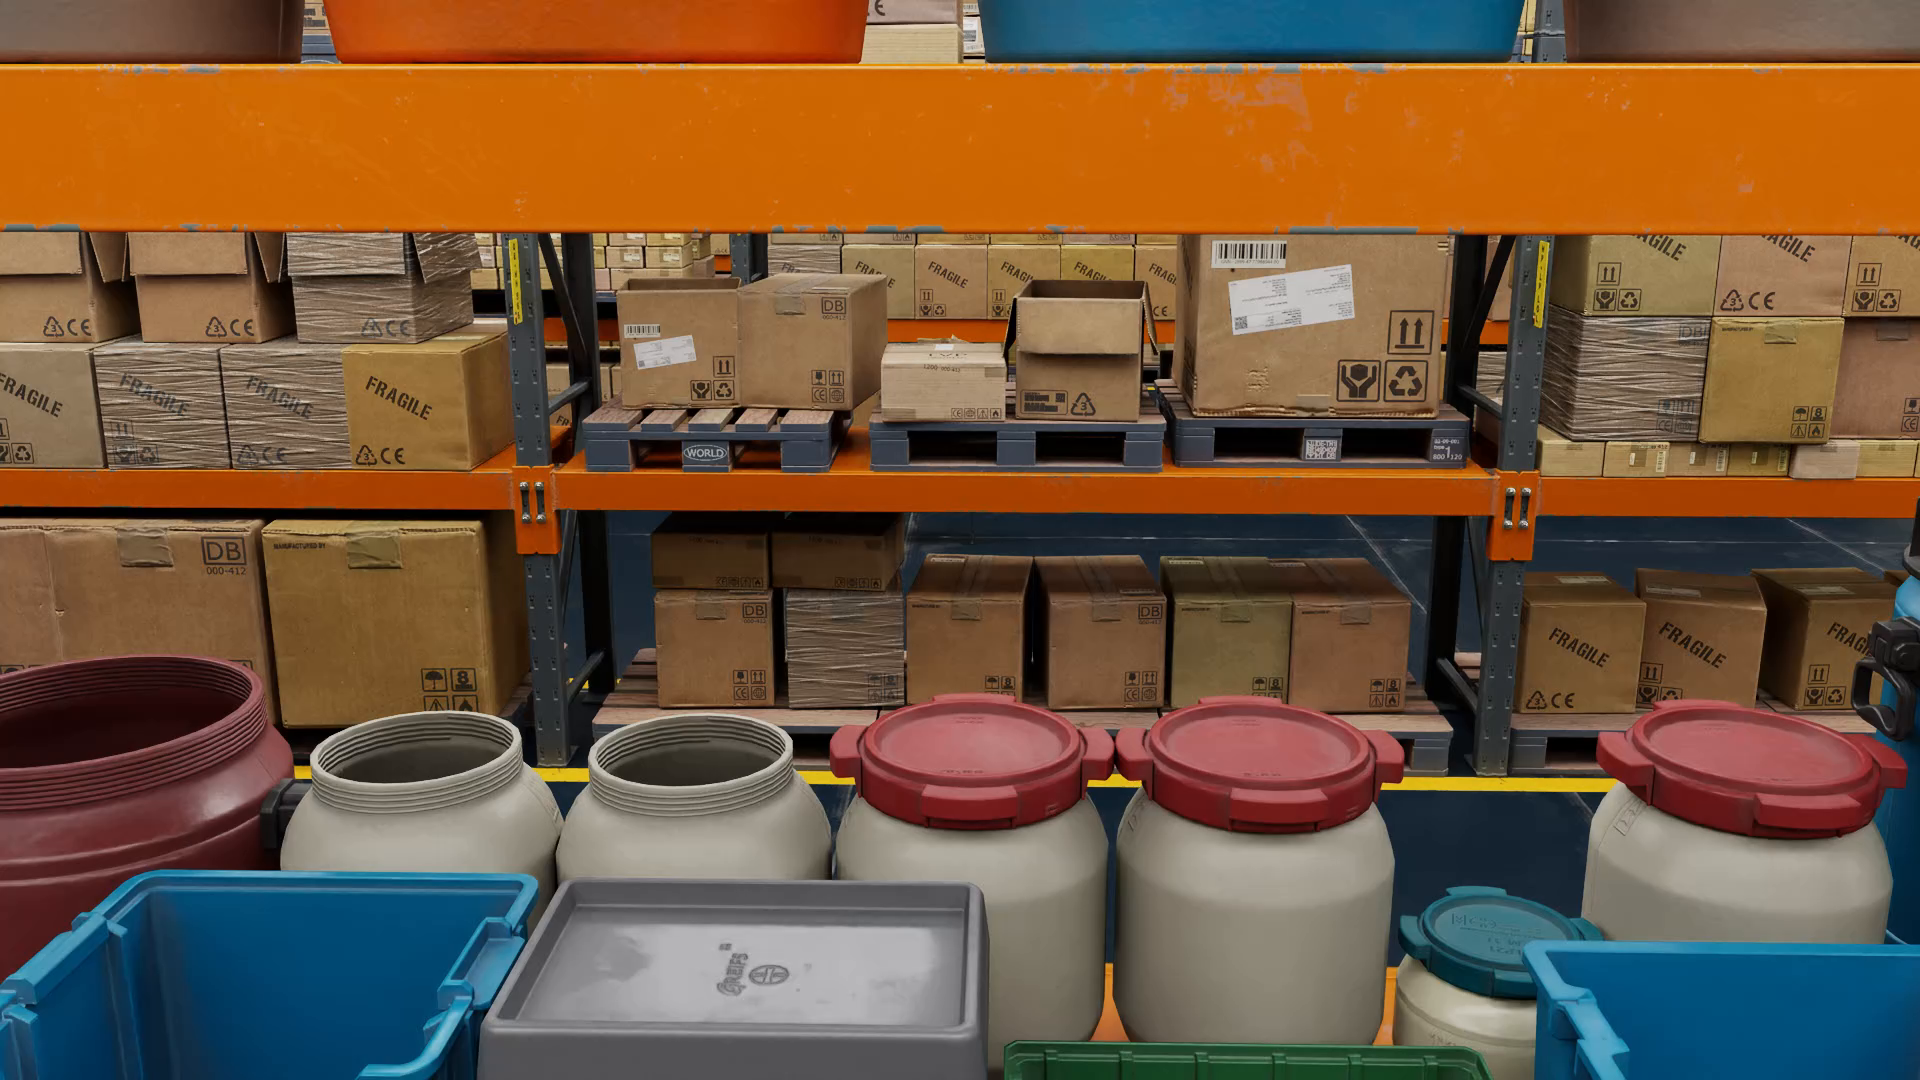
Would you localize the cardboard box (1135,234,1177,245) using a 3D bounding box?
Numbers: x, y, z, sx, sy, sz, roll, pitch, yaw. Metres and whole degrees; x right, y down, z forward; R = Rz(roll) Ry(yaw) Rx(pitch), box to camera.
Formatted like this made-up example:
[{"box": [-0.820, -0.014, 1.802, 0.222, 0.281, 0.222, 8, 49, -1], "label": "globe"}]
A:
[{"box": [1.478, -2.373, 11.798, 0.500, 0.500, 0.700, 0, 15, 0], "label": "cardboard box"}]

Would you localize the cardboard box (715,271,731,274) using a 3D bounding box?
[{"box": [-2.172, -2.327, 17.122, 0.875, 0.875, 0.875, 0, 15, 1], "label": "cardboard box"}]

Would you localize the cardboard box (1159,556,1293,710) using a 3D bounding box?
[{"box": [1.172, 0.406, 7.458, 0.500, 0.500, 0.700, 0, 15, 1], "label": "cardboard box"}]

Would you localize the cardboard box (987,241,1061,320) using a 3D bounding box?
[{"box": [0.443, -1.829, 11.698, 0.500, 0.500, 0.500, 0, 15, 1], "label": "cardboard box"}]

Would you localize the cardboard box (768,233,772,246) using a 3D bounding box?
[{"box": [-1.996, -2.990, 16.588, 0.500, 0.250, 0.500, 0, 15, -1], "label": "cardboard box"}]

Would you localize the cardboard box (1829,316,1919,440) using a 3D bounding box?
[{"box": [3.711, -0.756, 7.046, 0.500, 0.500, 0.875, 0, 15, 1], "label": "cardboard box"}]

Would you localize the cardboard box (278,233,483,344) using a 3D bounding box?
[{"box": [-2.468, -1.141, 7.121, 0.637, 0.503, 0.797, 1, 15, 3], "label": "cardboard box"}]

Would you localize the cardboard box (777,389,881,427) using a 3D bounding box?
[{"box": [-0.903, -0.951, 12.151, 0.750, 0.750, 1.050, 0, 15, 1], "label": "cardboard box"}]

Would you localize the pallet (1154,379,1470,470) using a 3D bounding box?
[{"box": [1.501, -0.522, 7.313, 1.213, 0.211, 1.003, 0, 15, 1], "label": "pallet"}]

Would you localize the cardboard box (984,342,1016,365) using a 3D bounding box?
[{"box": [0.576, -2.043, 17.030, 0.625, 0.372, 0.950, 1, 15, 3], "label": "cardboard box"}]

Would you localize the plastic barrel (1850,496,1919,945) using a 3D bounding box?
[{"box": [1.757, 0.369, 2.580, 0.708, 0.901, 0.600, 0, 15, 1], "label": "plastic barrel"}]

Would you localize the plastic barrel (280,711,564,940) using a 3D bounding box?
[{"box": [-0.830, 0.563, 2.607, 0.421, 0.512, 0.421, 0, 15, 0], "label": "plastic barrel"}]

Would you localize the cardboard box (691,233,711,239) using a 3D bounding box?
[{"box": [-1.971, -2.284, 12.121, 0.250, 0.149, 0.380, 0, 15, 2], "label": "cardboard box"}]

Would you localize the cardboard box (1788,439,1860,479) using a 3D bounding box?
[{"box": [3.468, -0.362, 6.824, 0.250, 0.149, 0.380, 0, 15, 1], "label": "cardboard box"}]

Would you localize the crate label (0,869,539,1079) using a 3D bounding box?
[{"box": [-0.877, 0.723, 2.150, 0.616, 0.435, 0.502, 0, 15, 1], "label": "crate label"}]

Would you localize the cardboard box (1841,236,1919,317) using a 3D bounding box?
[{"box": [3.705, -1.174, 6.670, 0.500, 0.500, 0.500, 0, 15, 1], "label": "cardboard box"}]

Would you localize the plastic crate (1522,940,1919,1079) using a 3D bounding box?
[{"box": [1.024, 0.771, 2.070, 0.575, 0.384, 0.392, 0, 15, 1], "label": "plastic crate"}]

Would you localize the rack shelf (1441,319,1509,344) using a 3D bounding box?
[{"box": [4.489, -1.476, 11.963, 4.000, 0.370, 1.077, 0, 15, 1], "label": "rack shelf"}]

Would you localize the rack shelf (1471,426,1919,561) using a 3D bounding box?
[{"box": [4.261, -0.211, 7.172, 4.000, 0.370, 1.077, 0, 15, 1], "label": "rack shelf"}]

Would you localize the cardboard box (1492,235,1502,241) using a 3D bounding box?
[{"box": [3.946, -2.407, 11.674, 0.550, 0.550, 0.875, 0, 15, 1], "label": "cardboard box"}]

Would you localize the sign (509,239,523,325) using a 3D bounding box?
[{"box": [-1.748, -1.017, 6.544, 0.005, 0.325, 0.100, 0, 15, 1], "label": "sign"}]

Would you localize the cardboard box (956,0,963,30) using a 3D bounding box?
[{"box": [-0.246, -2.392, 6.970, 0.500, 0.500, 0.500, 1, 15, 2], "label": "cardboard box"}]

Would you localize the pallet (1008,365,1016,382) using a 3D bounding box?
[{"box": [0.514, -1.763, 17.109, 1.213, 0.211, 1.003, 0, 15, 1], "label": "pallet"}]

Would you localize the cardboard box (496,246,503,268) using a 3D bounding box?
[{"box": [-3.044, -1.981, 11.556, 0.250, 0.149, 0.380, 0, 15, 1], "label": "cardboard box"}]

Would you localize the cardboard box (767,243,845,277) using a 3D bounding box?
[{"box": [-1.068, -1.839, 11.735, 0.500, 0.500, 0.500, 1, 15, 2], "label": "cardboard box"}]

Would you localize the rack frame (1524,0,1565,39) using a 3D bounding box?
[{"box": [2.262, -3.473, 6.364, 0.127, 3.000, 1.000, 0, 15, 1], "label": "rack frame"}]

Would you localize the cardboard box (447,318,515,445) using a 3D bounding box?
[{"box": [-2.216, -0.719, 7.490, 0.500, 0.500, 0.500, 1, 15, 3], "label": "cardboard box"}]

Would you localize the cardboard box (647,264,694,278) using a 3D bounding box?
[{"box": [-2.014, -1.830, 11.566, 0.250, 0.149, 0.380, 1, 15, 2], "label": "cardboard box"}]

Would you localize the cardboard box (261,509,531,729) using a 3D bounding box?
[{"box": [-2.427, 0.216, 7.483, 0.875, 0.875, 1.225, 0, 15, -1], "label": "cardboard box"}]

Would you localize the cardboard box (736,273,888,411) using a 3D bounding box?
[{"box": [-0.636, -0.878, 7.270, 0.500, 0.500, 0.700, 3, 15, 10], "label": "cardboard box"}]

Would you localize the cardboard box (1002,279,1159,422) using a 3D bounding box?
[{"box": [0.526, -0.813, 7.016, 0.637, 0.503, 0.797, 2, 15, 7], "label": "cardboard box"}]

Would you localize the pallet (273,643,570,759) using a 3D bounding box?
[{"box": [-2.523, 0.726, 7.676, 1.213, 0.211, 1.003, 0, 15, 1], "label": "pallet"}]

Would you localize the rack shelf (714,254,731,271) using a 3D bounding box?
[{"box": [-3.483, -2.791, 16.948, 4.000, 0.370, 1.077, 0, 15, 1], "label": "rack shelf"}]

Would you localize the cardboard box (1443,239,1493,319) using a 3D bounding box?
[{"box": [3.409, -1.912, 11.913, 0.550, 0.550, 0.875, 0, 15, 1], "label": "cardboard box"}]

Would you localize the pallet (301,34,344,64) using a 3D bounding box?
[{"box": [-2.382, -1.948, 6.834, 1.003, 0.211, 1.213, 1, 15, 4], "label": "pallet"}]

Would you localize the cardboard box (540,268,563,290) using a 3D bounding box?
[{"box": [-2.769, -1.836, 11.590, 0.250, 0.149, 0.380, 0, 15, 1], "label": "cardboard box"}]

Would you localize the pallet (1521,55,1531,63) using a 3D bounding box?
[{"box": [3.307, -3.236, 11.519, 1.213, 0.211, 1.003, 0, 15, 1], "label": "pallet"}]

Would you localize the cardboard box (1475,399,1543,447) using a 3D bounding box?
[{"box": [2.484, -0.524, 7.440, 0.250, 0.149, 0.380, 0, 15, 1], "label": "cardboard box"}]

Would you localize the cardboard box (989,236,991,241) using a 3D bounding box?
[{"box": [0.458, -1.967, 12.221, 0.500, 0.500, 0.500, 1, 15, 2], "label": "cardboard box"}]

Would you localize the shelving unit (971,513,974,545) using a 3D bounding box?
[{"box": [-0.165, -0.581, 10.691, 0.503, 1.200, 0.258, 0, 15, 1], "label": "shelving unit"}]

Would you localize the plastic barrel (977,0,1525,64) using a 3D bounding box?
[{"box": [0.313, -0.958, 1.730, 0.708, 0.901, 0.600, 0, 15, 1], "label": "plastic barrel"}]

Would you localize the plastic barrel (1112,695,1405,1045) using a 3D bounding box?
[{"box": [0.451, 0.558, 2.578, 0.433, 0.535, 0.433, 0, 15, 0], "label": "plastic barrel"}]

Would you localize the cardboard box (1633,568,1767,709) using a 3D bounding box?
[{"box": [3.233, 0.448, 7.339, 0.500, 0.500, 0.500, 5, 16, 19], "label": "cardboard box"}]

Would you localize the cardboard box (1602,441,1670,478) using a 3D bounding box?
[{"box": [2.718, -0.368, 6.846, 0.250, 0.149, 0.380, 0, 15, 1], "label": "cardboard box"}]

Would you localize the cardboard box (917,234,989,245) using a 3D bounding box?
[{"box": [-0.042, -2.383, 11.837, 0.500, 0.500, 0.700, 0, 15, 1], "label": "cardboard box"}]

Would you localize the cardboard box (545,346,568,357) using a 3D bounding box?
[{"box": [-3.194, -1.296, 12.478, 0.500, 0.250, 0.500, 0, 15, 2], "label": "cardboard box"}]

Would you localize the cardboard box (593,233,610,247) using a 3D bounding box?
[{"box": [-2.524, -2.122, 11.506, 0.250, 0.149, 0.380, 1, 15, 3], "label": "cardboard box"}]

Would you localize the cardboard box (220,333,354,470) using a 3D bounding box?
[{"box": [-2.735, -0.591, 7.006, 0.500, 0.500, 0.500, 0, 15, 1], "label": "cardboard box"}]

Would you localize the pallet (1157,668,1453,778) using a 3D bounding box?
[{"box": [1.483, 0.771, 7.503, 1.213, 0.211, 1.003, 0, 15, 1], "label": "pallet"}]

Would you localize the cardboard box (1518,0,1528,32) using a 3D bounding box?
[{"box": [3.475, -3.532, 11.159, 0.500, 0.250, 0.500, 0, 15, 1], "label": "cardboard box"}]

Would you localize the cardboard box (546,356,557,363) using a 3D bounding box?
[{"box": [-3.213, -1.165, 11.983, 0.500, 0.250, 0.500, 1, 15, 3], "label": "cardboard box"}]

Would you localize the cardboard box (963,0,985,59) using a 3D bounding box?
[{"box": [0.235, -3.673, 11.786, 0.500, 0.500, 0.500, 0, 15, 1], "label": "cardboard box"}]

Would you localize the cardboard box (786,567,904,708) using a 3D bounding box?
[{"box": [-0.512, 0.397, 7.492, 0.500, 0.500, 0.700, -1, 15, -3], "label": "cardboard box"}]

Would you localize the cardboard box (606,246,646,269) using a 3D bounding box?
[{"box": [-2.282, -1.976, 11.537, 0.250, 0.149, 0.380, 1, 15, 4], "label": "cardboard box"}]

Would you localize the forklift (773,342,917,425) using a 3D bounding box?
[{"box": [-0.615, -2.423, 14.279, 3.031, 2.935, 1.130, -1, 15, -3], "label": "forklift"}]

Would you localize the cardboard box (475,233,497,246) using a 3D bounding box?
[{"box": [-3.304, -2.127, 11.525, 0.250, 0.149, 0.380, 1, 15, 4], "label": "cardboard box"}]

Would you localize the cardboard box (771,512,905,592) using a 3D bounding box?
[{"box": [-0.536, 0.033, 7.404, 0.500, 0.250, 0.500, 2, 15, 8], "label": "cardboard box"}]
